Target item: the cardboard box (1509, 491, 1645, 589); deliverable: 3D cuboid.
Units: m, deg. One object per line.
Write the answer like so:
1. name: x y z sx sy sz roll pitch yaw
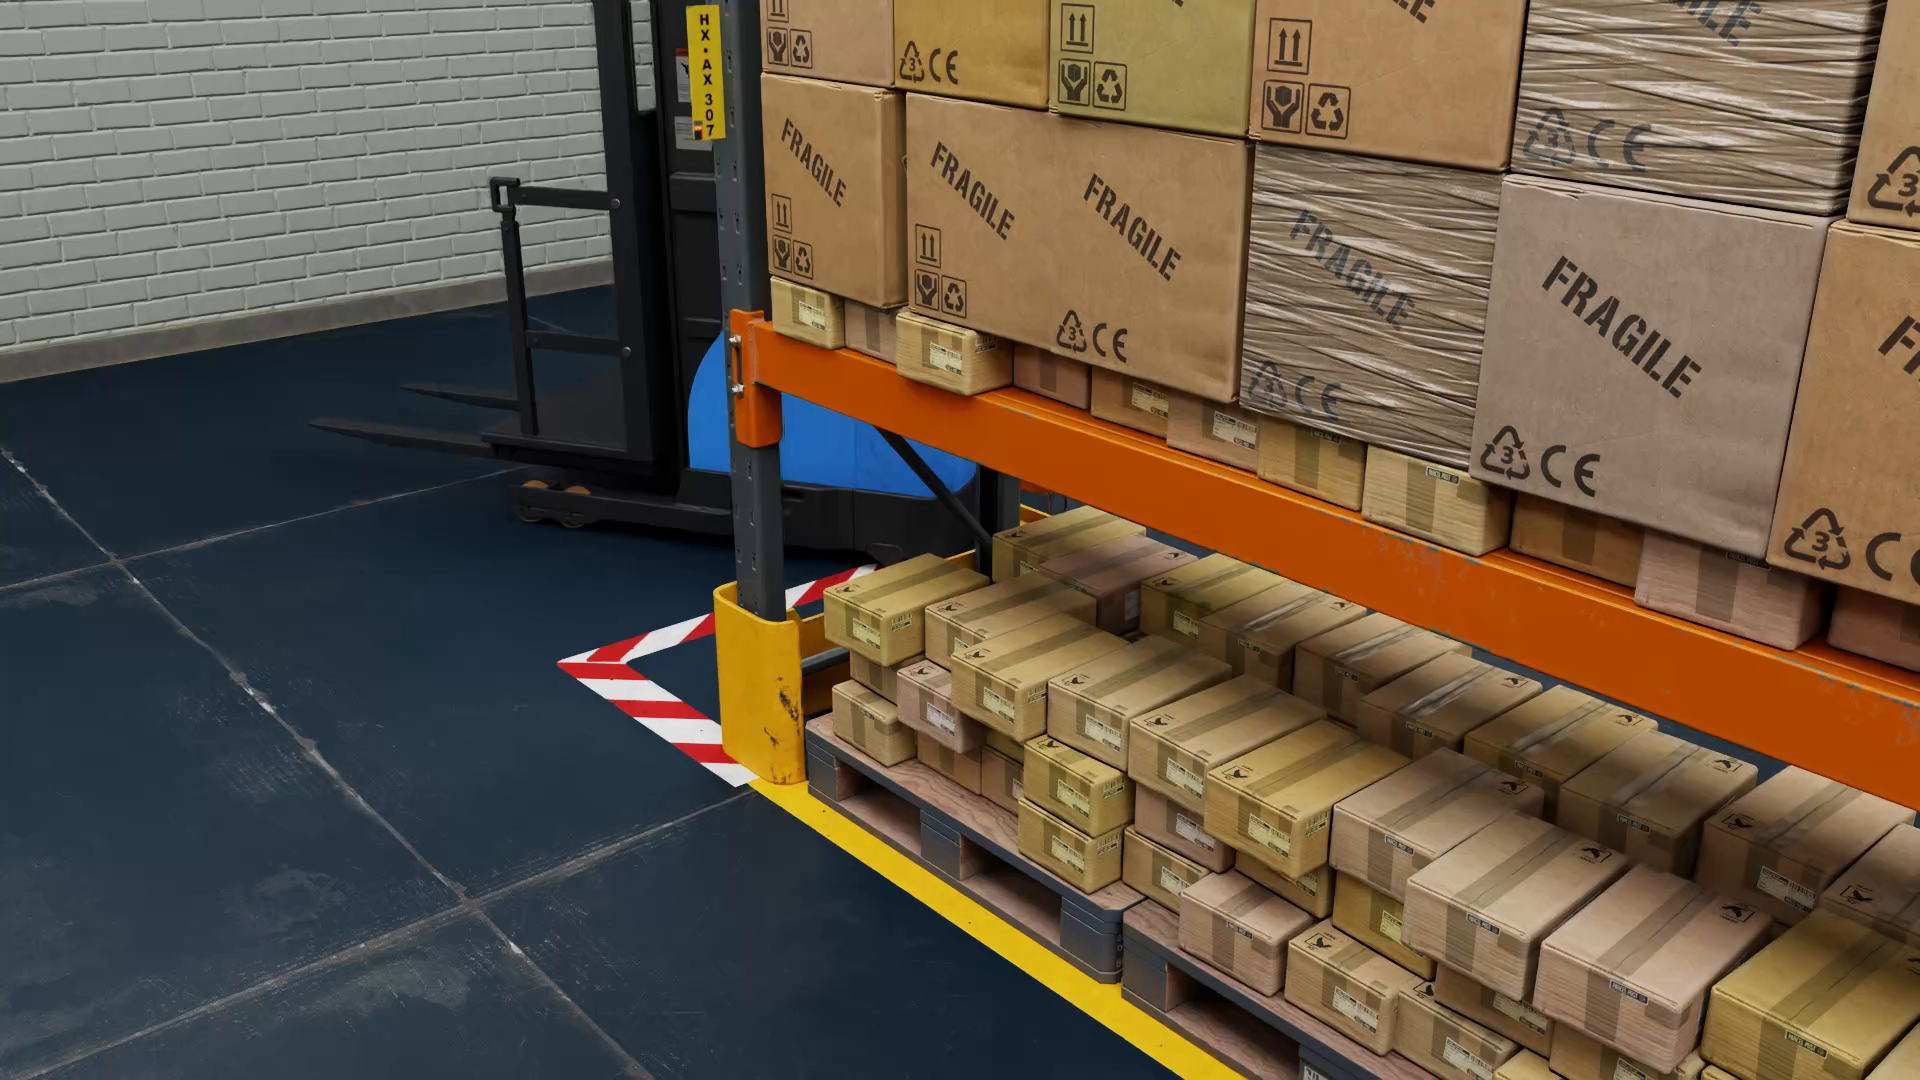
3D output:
1. cardboard box: 1.168 -0.062 2.873 0.380 0.149 0.250 -18 28 -38

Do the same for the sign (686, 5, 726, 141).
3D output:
1. sign: -0.635 -1.173 4.179 0.100 0.325 0.005 -17 27 -37

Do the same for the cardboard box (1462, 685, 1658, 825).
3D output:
1. cardboard box: 1.319 0.478 3.667 0.380 0.149 0.250 -17 27 -37

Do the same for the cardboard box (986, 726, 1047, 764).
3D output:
1. cardboard box: 0.287 0.436 4.184 0.380 0.149 0.250 -17 27 -37

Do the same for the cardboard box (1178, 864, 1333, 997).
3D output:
1. cardboard box: 0.695 0.807 3.643 0.380 0.149 0.250 -19 28 -40

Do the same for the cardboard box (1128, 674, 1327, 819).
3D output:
1. cardboard box: 0.598 0.457 3.723 0.380 0.149 0.250 -16 27 -35

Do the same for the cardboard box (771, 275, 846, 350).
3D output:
1. cardboard box: -0.261 -0.615 4.285 0.380 0.149 0.250 -18 28 -38

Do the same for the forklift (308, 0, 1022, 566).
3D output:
1. forklift: -1.275 -1.581 6.502 3.031 2.935 1.130 8 23 19

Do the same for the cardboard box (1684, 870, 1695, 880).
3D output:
1. cardboard box: 1.521 0.674 3.576 0.380 0.149 0.250 -18 27 -38

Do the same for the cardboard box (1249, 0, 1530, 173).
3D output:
1. cardboard box: 0.860 -0.936 2.844 0.500 0.500 0.500 -19 28 -39

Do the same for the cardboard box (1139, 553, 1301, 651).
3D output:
1. cardboard box: 0.700 0.166 4.465 0.380 0.149 0.250 -18 28 -39

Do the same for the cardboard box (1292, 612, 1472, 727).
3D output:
1. cardboard box: 1.038 0.314 4.088 0.380 0.149 0.250 -16 27 -36

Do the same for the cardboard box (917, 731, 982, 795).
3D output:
1. cardboard box: 0.109 0.506 4.411 0.380 0.149 0.250 -18 27 -38

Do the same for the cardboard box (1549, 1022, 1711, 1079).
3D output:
1. cardboard box: 1.296 0.888 3.030 0.380 0.149 0.250 -17 27 -36

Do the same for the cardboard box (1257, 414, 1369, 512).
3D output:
1. cardboard box: 0.796 -0.196 3.216 0.380 0.149 0.250 -16 27 -36

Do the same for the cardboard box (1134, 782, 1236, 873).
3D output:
1. cardboard box: 0.617 0.583 3.808 0.380 0.149 0.250 -19 28 -40

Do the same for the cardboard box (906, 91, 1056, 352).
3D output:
1. cardboard box: 0.229 -0.753 3.748 0.500 0.500 0.500 -17 27 -37

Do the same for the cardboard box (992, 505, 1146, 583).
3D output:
1. cardboard box: 0.314 0.042 4.782 0.380 0.149 0.250 -17 27 -37

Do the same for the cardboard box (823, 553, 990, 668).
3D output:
1. cardboard box: -0.139 0.181 4.426 0.380 0.149 0.250 -19 28 -40

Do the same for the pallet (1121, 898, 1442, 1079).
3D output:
1. pallet: 1.122 0.990 3.667 1.003 0.211 1.213 -17 27 -37

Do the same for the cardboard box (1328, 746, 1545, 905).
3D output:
1. cardboard box: 0.972 0.587 3.390 0.380 0.149 0.250 -17 27 -37

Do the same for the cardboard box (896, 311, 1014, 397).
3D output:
1. cardboard box: 0.072 -0.467 3.908 0.380 0.149 0.250 -18 28 -39

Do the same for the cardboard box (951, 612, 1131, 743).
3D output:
1. cardboard box: 0.199 0.329 4.049 0.380 0.149 0.250 -18 27 -38

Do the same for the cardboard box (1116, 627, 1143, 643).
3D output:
1. cardboard box: 0.467 0.257 4.640 0.380 0.149 0.250 -18 28 -39

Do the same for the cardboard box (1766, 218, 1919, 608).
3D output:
1. cardboard box: 1.519 -0.189 2.309 0.500 0.500 0.500 -18 28 -39

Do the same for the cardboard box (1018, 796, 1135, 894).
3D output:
1. cardboard box: 0.360 0.670 3.993 0.380 0.149 0.250 -17 27 -37

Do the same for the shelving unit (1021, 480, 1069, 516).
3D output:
1. shelving unit: 0.268 -0.489 6.292 0.252 1.050 0.215 9 23 22

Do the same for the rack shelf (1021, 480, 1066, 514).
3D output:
1. rack shelf: 0.268 -0.220 6.397 0.240 0.259 0.215 9 23 22

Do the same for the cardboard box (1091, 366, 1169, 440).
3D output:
1. cardboard box: 0.504 -0.347 3.603 0.380 0.149 0.250 -18 28 -38

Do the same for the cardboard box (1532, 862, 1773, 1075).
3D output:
1. cardboard box: 1.236 0.753 2.966 0.380 0.149 0.250 -19 28 -40

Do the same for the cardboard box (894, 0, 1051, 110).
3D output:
1. cardboard box: 0.202 -1.225 3.582 0.500 0.500 0.500 -16 27 -36

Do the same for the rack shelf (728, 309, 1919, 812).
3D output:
1. rack shelf: 1.082 -0.012 3.387 1.077 0.370 4.000 -17 27 -37

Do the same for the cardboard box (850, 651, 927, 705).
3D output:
1. cardboard box: -0.076 0.300 4.530 0.380 0.149 0.250 -16 27 -35

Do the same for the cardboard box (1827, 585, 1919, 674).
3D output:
1. cardboard box: 1.527 0.079 2.514 0.380 0.149 0.250 -18 28 -39

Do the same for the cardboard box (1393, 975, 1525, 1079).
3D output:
1. cardboard box: 1.078 0.937 3.313 0.380 0.149 0.250 -17 27 -36

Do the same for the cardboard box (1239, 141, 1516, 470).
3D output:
1. cardboard box: 0.876 -0.475 3.039 0.500 0.500 0.500 -18 28 -39

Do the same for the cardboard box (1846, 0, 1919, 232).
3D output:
1. cardboard box: 1.534 -0.652 2.119 0.500 0.500 0.500 -19 28 -39

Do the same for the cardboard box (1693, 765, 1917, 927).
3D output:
1. cardboard box: 1.690 0.611 3.327 0.380 0.149 0.250 -17 27 -36

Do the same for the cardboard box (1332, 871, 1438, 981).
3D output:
1. cardboard box: 0.994 0.725 3.445 0.380 0.149 0.250 -16 26 -35
